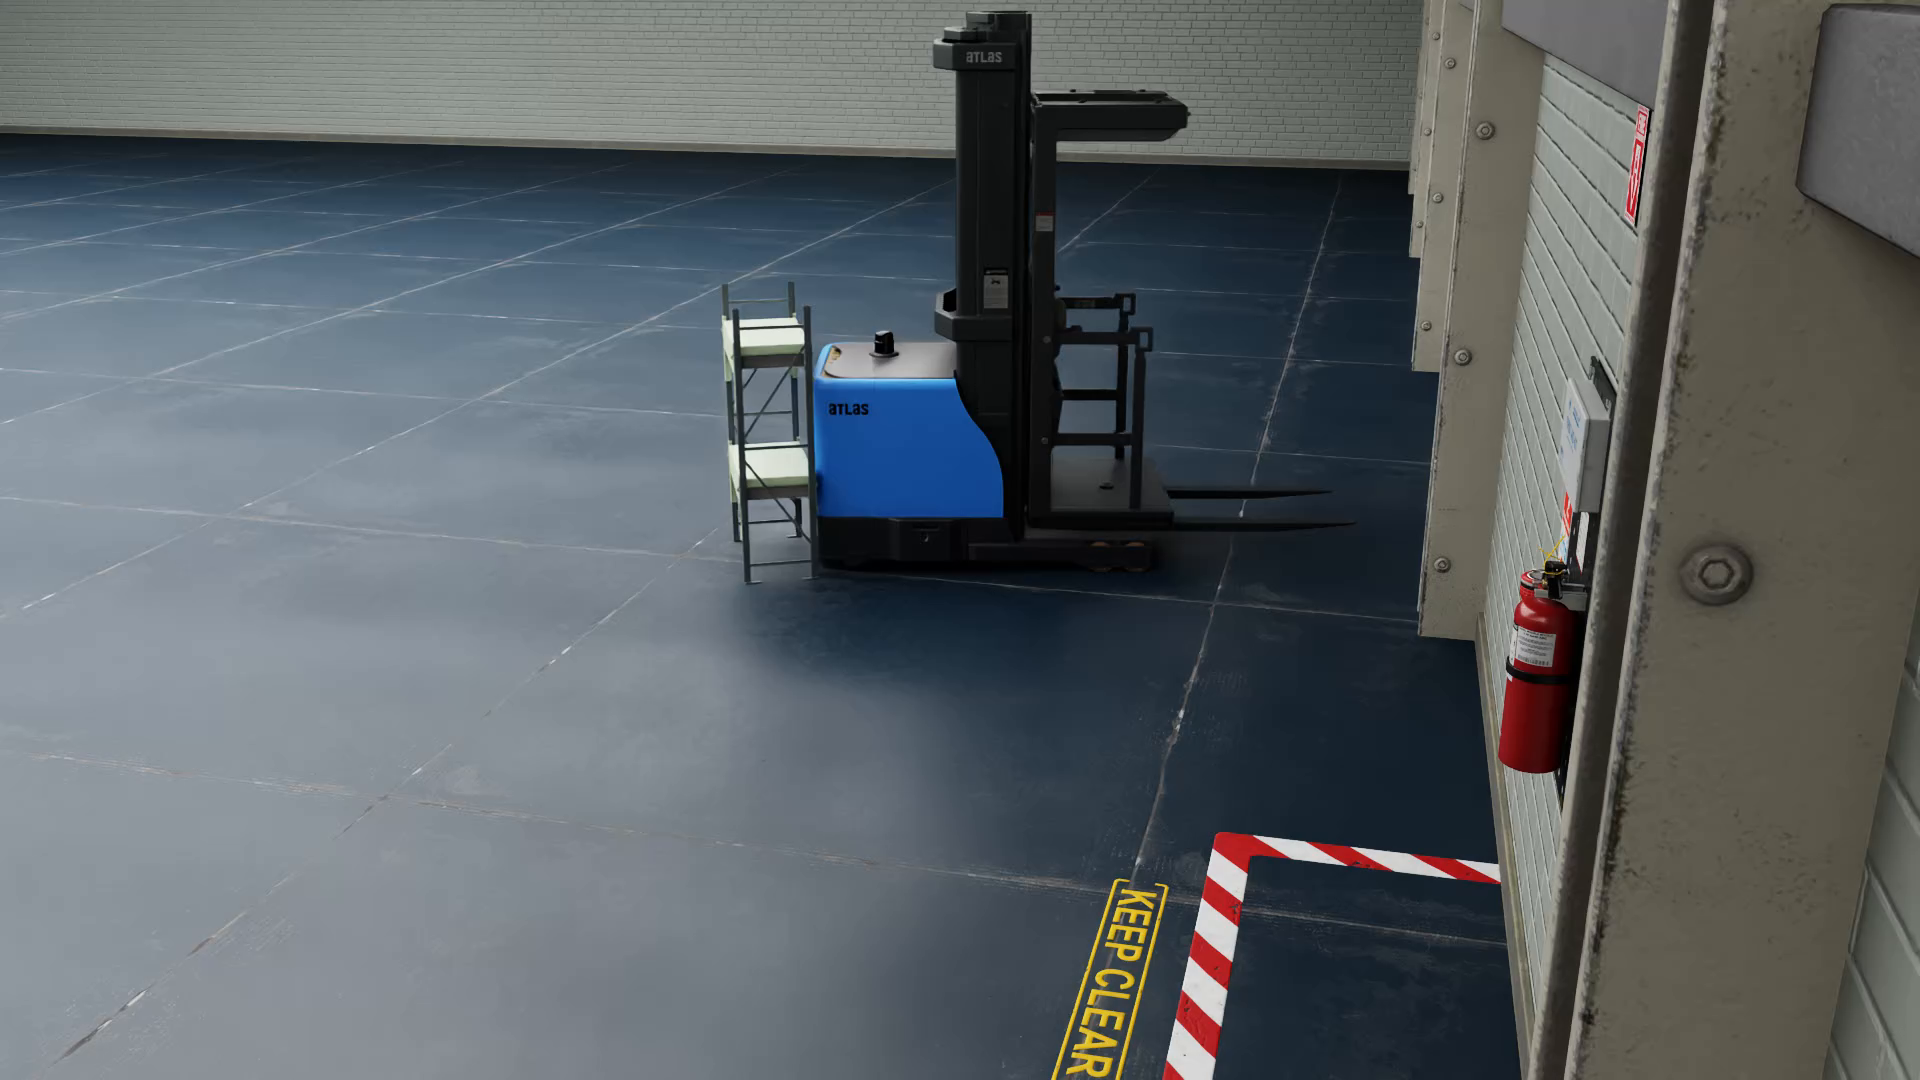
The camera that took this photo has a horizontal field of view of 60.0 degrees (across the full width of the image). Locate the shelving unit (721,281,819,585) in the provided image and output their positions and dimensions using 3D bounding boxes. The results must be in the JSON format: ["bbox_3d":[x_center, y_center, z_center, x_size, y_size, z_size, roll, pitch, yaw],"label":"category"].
[{"bbox_3d":[-1.046,-0.601,9.127,0.431,1.500,0.755,-4,19,-11],"label":"shelving unit"}]

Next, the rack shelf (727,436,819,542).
[{"bbox_3d":[-1.045,-0.293,9.232,0.431,0.370,0.720,-4,19,-11],"label":"rack shelf"}]

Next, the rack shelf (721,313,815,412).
[{"bbox_3d":[-1.046,-0.970,9.000,0.431,0.370,0.720,-4,19,-11],"label":"rack shelf"}]

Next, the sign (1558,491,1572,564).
[{"bbox_3d":[1.893,-0.066,5.185,0.001,0.329,0.234,5,19,13],"label":"sign"}]

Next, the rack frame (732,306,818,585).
[{"bbox_3d":[-0.970,-0.485,8.788,0.400,1.500,0.023,-4,19,-11],"label":"rack frame"}]

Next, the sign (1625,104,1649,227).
[{"bbox_3d":[1.756,-0.976,4.317,0.001,0.298,0.199,5,19,13],"label":"sign"}]

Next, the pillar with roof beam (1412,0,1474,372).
[{"bbox_3d":[-0.226,-6.053,13.486,9.100,9.000,0.400,5,19,13],"label":"pillar with roof beam"}]

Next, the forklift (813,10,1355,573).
[{"bbox_3d":[0.693,-1.380,9.193,3.031,2.935,1.130,0,19,0],"label":"forklift"}]

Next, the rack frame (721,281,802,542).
[{"bbox_3d":[-1.121,-0.717,9.466,0.400,1.500,0.023,-4,19,-11],"label":"rack frame"}]

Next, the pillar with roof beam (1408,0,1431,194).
[{"bbox_3d":[2.706,-9.814,24.497,9.100,9.000,0.400,5,19,13],"label":"pillar with roof beam"}]

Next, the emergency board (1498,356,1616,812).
[{"bbox_3d":[1.658,0.116,4.707,0.194,1.169,0.643,5,19,13],"label":"emergency board"}]

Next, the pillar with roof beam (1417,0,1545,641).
[{"bbox_3d":[-1.692,-4.172,7.980,9.100,9.000,0.400,5,19,13],"label":"pillar with roof beam"}]

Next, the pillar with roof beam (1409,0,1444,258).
[{"bbox_3d":[1.240,-7.933,18.992,9.100,9.000,0.400,5,19,13],"label":"pillar with roof beam"}]
